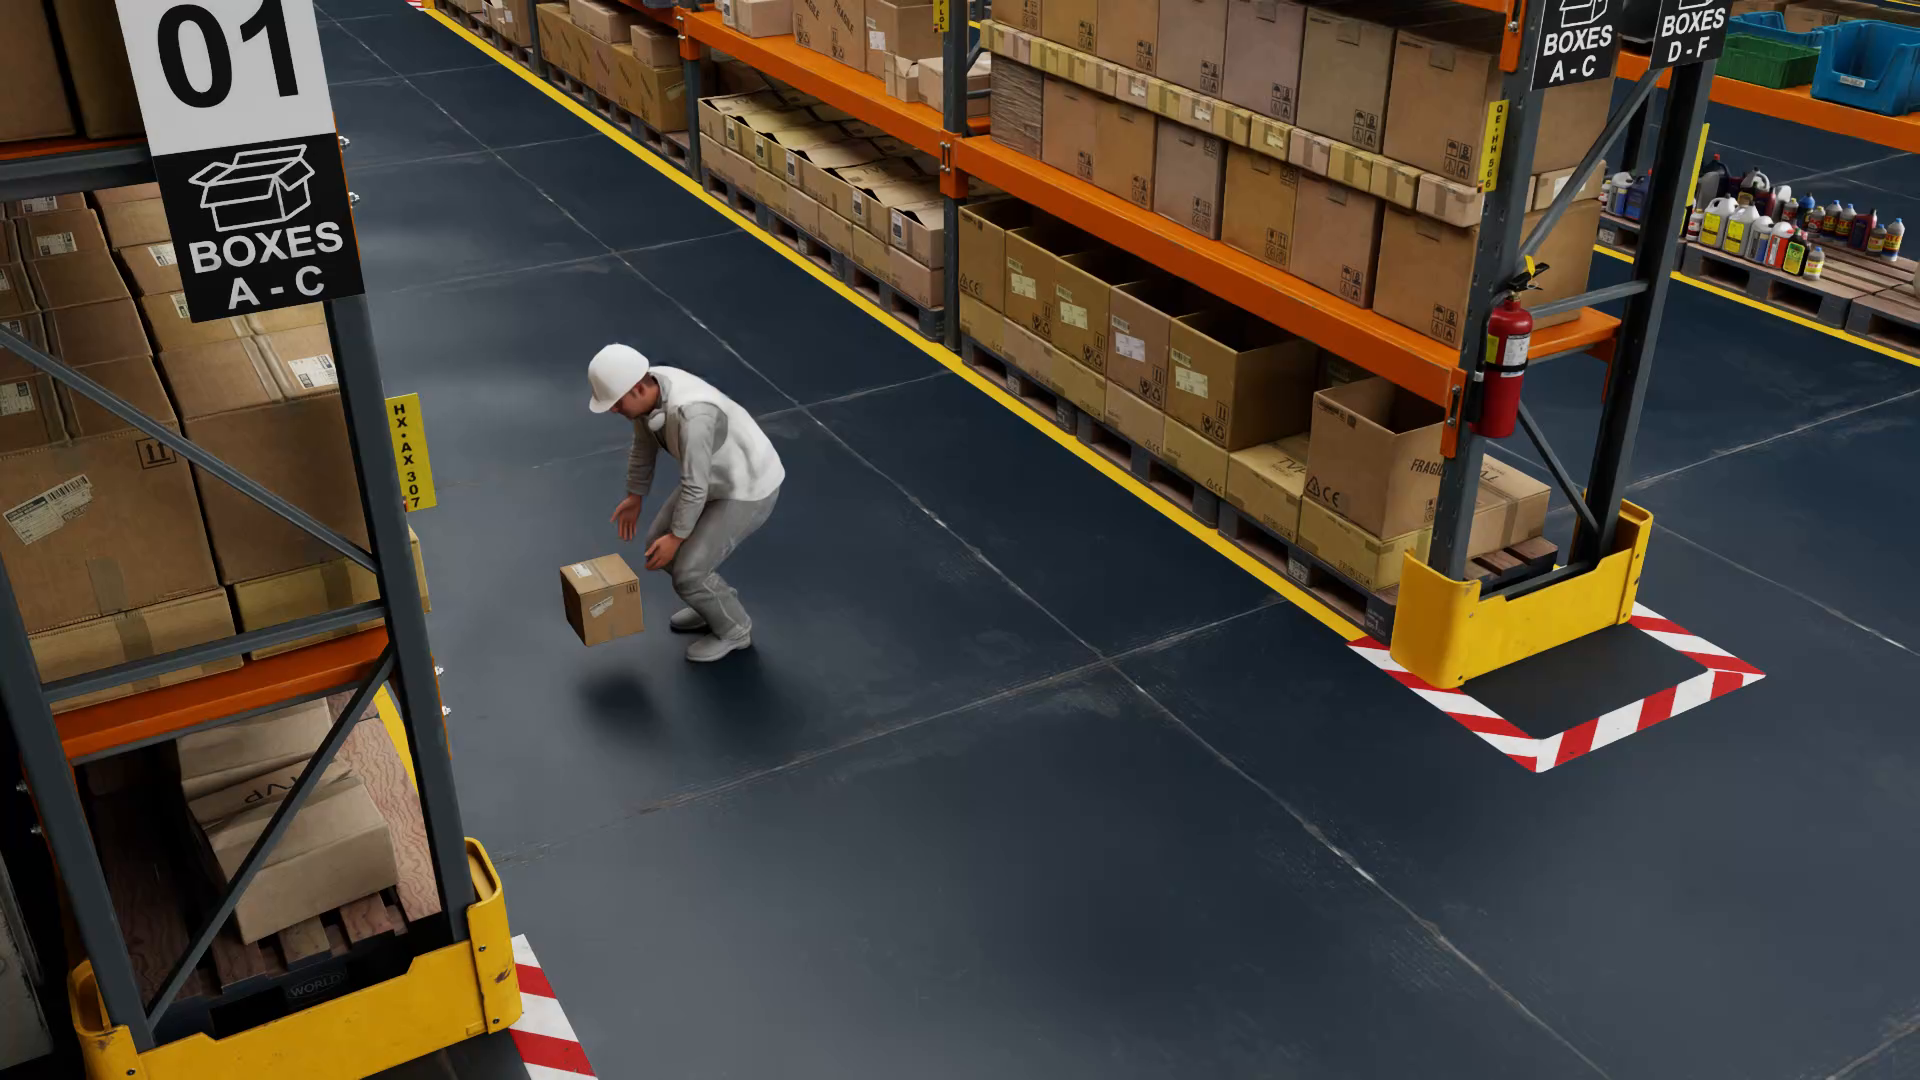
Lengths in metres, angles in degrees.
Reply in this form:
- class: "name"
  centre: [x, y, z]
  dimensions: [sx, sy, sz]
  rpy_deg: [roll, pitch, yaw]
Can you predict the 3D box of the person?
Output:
- class: "person"
  centre: [-1.093, -0.180, 6.796]
  dimensions: [0.768, 1.422, 0.592]
  rpy_deg: [-16, 32, -26]
